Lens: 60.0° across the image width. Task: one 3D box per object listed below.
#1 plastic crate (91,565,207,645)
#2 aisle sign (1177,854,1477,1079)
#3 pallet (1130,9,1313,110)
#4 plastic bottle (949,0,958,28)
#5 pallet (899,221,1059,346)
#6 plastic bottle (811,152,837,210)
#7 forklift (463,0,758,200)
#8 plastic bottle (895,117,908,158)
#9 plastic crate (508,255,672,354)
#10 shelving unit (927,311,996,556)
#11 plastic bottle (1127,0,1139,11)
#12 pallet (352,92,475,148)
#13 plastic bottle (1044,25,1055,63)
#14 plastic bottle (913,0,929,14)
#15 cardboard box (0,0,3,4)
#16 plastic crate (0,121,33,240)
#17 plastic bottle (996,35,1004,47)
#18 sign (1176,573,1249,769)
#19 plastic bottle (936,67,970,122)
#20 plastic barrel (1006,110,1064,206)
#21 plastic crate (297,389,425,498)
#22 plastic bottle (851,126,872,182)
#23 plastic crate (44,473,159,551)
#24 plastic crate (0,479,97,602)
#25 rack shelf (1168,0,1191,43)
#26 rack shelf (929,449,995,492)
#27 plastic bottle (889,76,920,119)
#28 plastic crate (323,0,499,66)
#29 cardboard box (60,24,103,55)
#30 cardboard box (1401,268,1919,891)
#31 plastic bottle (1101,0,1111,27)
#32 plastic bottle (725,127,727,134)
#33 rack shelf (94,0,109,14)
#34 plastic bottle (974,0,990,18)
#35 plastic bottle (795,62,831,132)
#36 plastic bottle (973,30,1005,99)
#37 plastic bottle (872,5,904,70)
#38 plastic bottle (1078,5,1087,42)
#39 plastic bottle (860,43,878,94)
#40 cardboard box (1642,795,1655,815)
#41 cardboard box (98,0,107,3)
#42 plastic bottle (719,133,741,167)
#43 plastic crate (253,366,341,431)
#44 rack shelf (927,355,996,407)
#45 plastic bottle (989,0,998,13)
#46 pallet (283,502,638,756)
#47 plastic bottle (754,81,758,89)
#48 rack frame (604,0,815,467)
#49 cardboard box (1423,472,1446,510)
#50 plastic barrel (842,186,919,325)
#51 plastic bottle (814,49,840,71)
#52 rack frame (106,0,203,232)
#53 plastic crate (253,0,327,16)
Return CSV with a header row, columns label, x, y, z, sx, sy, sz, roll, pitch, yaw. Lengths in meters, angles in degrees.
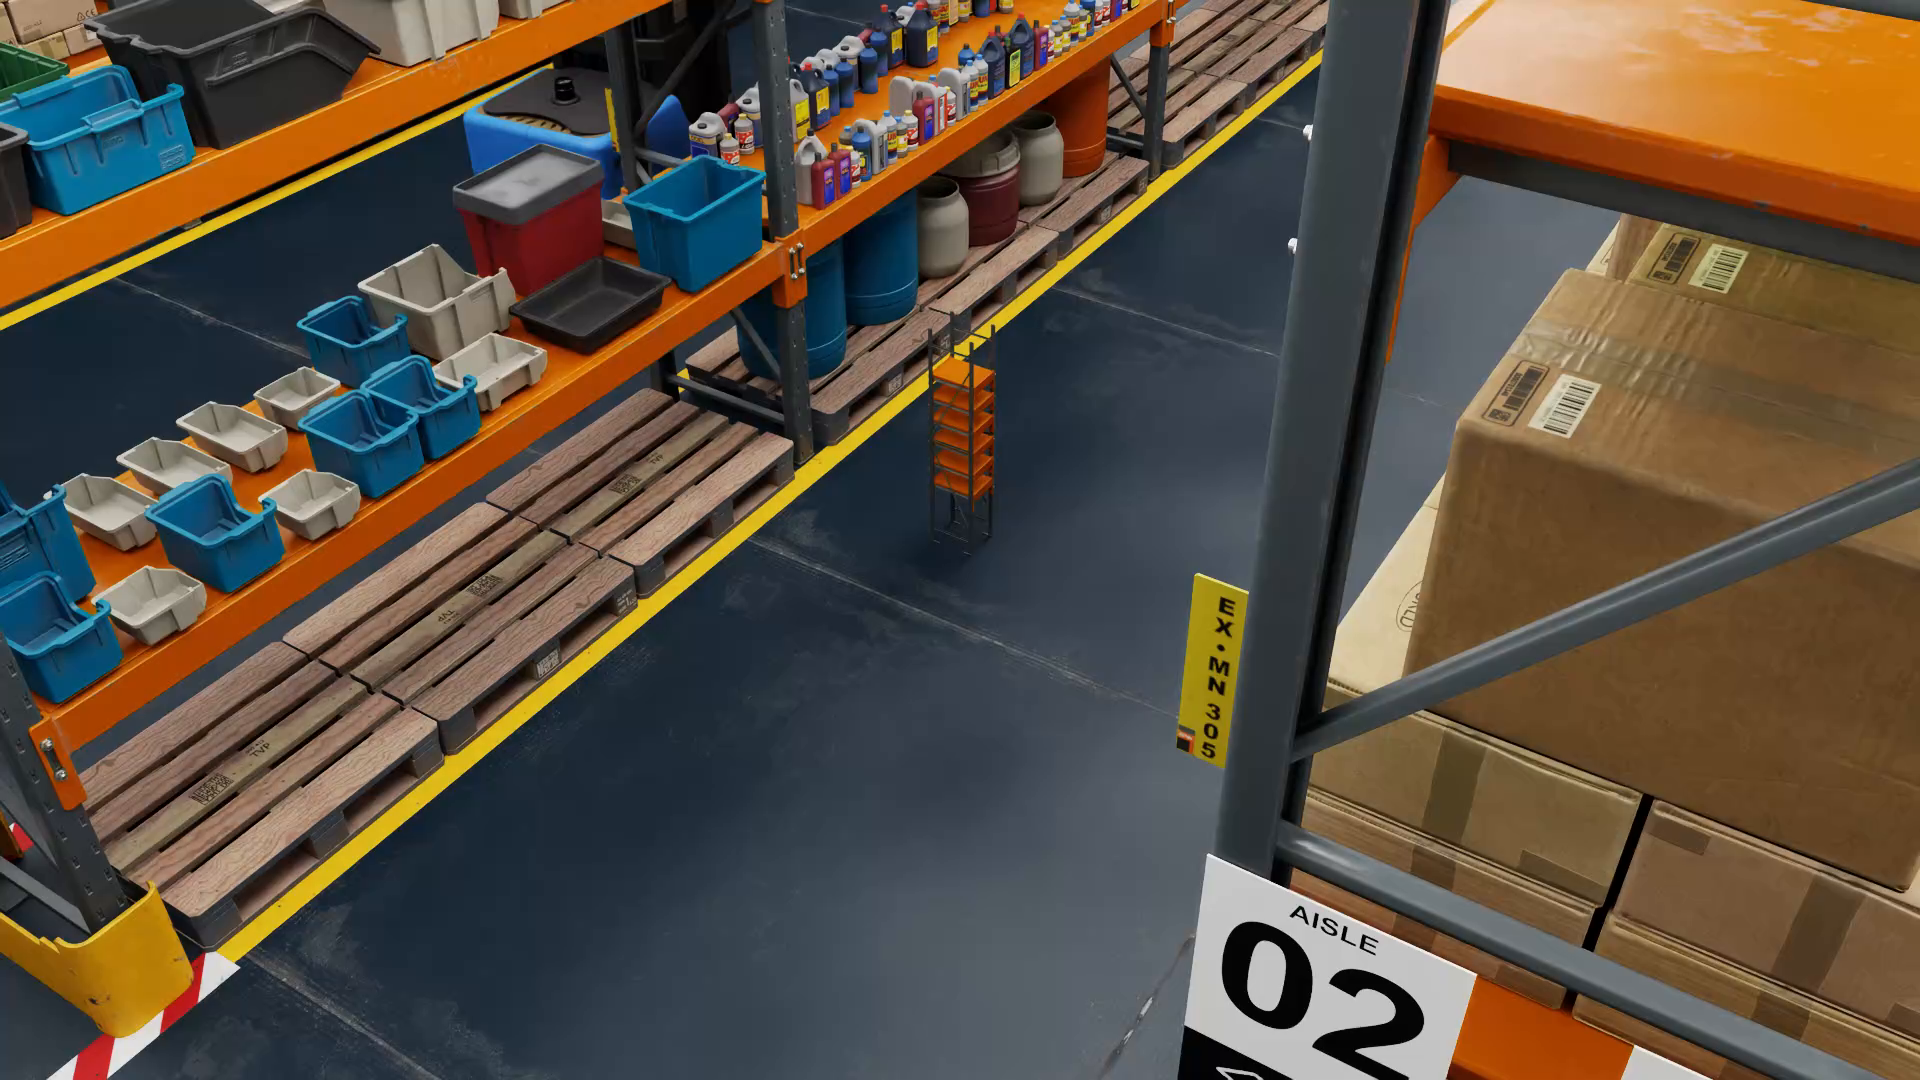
label,x,y,z,sx,sy,sz,roll,pitch,yaw
plastic crate,-2.713,0.221,5.613,0.250,0.136,0.298,21,42,25
aisle sign,0.520,0.826,2.532,0.394,0.787,0.004,21,42,25
pallet,2.023,-3.735,12.861,1.003,0.211,1.213,21,42,25
plastic bottle,-0.066,-3.251,10.045,0.061,0.283,0.133,21,42,25
pallet,-0.121,-1.675,10.190,1.003,0.211,1.213,21,42,25
plastic bottle,-0.666,-1.767,8.121,0.061,0.283,0.133,21,42,25
forklift,-1.803,-3.468,10.288,1.130,2.935,3.031,17,41,21
plastic bottle,-0.319,-2.089,8.605,0.097,0.201,0.097,0,38,0
plastic crate,-1.595,-1.014,7.224,0.437,0.125,0.590,21,42,25
shelving unit,0.008,-0.483,7.833,0.258,1.200,0.189,21,42,25
plastic bottle,1.064,-3.432,10.280,0.061,0.283,0.133,21,42,25
pallet,-4.402,-3.334,12.341,1.003,0.211,1.213,21,42,25
plastic bottle,0.498,-2.876,9.626,0.097,0.201,0.097,0,38,0
plastic bottle,-0.242,-3.082,9.826,0.061,0.283,0.133,21,42,25
cardboard box,-5.697,-3.158,9.094,0.500,0.500,0.500,22,43,26
plastic crate,-2.924,-0.946,4.609,0.497,0.269,0.590,21,42,25
plastic bottle,0.230,-2.699,9.329,0.061,0.283,0.133,21,42,25
sign,0.357,0.190,2.305,0.100,0.325,0.005,21,42,25
plastic bottle,-0.032,-2.426,8.981,0.152,0.276,0.135,21,42,25
plastic barrel,0.446,-2.429,10.577,0.421,0.512,0.421,0,38,0
plastic crate,-2.250,-0.358,6.285,0.416,0.233,0.300,21,42,25
plastic bottle,-0.495,-1.947,8.364,0.097,0.271,0.097,0,38,0
plastic crate,-3.081,-0.101,6.030,0.396,0.136,0.243,21,42,25
plastic crate,-3.344,0.027,5.620,0.616,0.435,0.499,21,42,25
rack shelf,1.992,-4.572,12.253,1.077,0.370,4.000,21,42,25
rack shelf,0.008,-0.352,7.933,0.258,0.103,0.180,21,42,25
plastic bottle,-0.285,-2.356,8.890,0.152,0.276,0.135,21,42,25
plastic crate,-1.917,-1.885,5.818,0.437,0.282,0.530,21,42,25
cardboard box,-5.291,-3.020,9.856,0.380,0.149,0.250,21,43,25
cardboard box,1.077,0.026,2.341,0.700,0.500,0.500,21,42,25
plastic bottle,0.863,-3.227,10.081,0.097,0.201,0.097,0,38,0
plastic bottle,-1.245,-2.063,8.572,0.097,0.201,0.097,0,38,0
rack shelf,-4.333,-4.130,11.680,1.077,0.370,4.000,21,42,25
plastic bottle,0.134,-3.349,10.182,0.097,0.271,0.097,0,38,0
plastic bottle,-0.785,-2.374,8.852,0.144,0.351,0.185,21,42,25
plastic bottle,0.161,-2.637,9.194,0.144,0.351,0.185,21,42,25
plastic bottle,-0.416,-2.893,9.526,0.144,0.351,0.185,21,42,25
plastic bottle,0.707,-3.076,9.886,0.097,0.201,0.097,0,38,0
plastic bottle,-0.506,-2.628,9.247,0.097,0.271,0.097,0,38,0
cardboard box,1.145,0.186,3.157,0.500,0.250,0.500,21,42,25
cardboard box,-5.384,-3.754,10.521,0.500,0.500,0.500,21,42,25
plastic bottle,-1.169,-1.963,8.442,0.097,0.201,0.097,0,38,0
plastic crate,-2.642,-0.556,6.621,0.298,0.136,0.250,21,42,25
rack shelf,0.008,-0.733,7.640,0.258,0.103,0.180,21,42,25
plastic bottle,0.168,-3.421,10.272,0.152,0.276,0.135,21,42,25
pallet,-2.236,0.364,7.545,1.003,0.211,1.213,21,42,25
plastic bottle,-1.006,-2.325,8.790,0.144,0.351,0.185,21,42,25
rack frame,-1.222,-1.764,8.021,1.000,3.000,0.127,21,42,25
cardboard box,1.143,-0.013,3.005,0.500,0.250,0.500,21,42,25
plastic barrel,-0.537,-1.739,9.364,0.600,0.901,0.708,21,42,25
plastic bottle,-0.746,-2.542,9.131,0.152,0.276,0.135,21,42,25
rack frame,-5.404,-3.384,10.123,1.000,3.000,0.127,21,42,25
plastic crate,-2.468,-1.932,5.998,0.437,0.136,0.530,21,42,25
